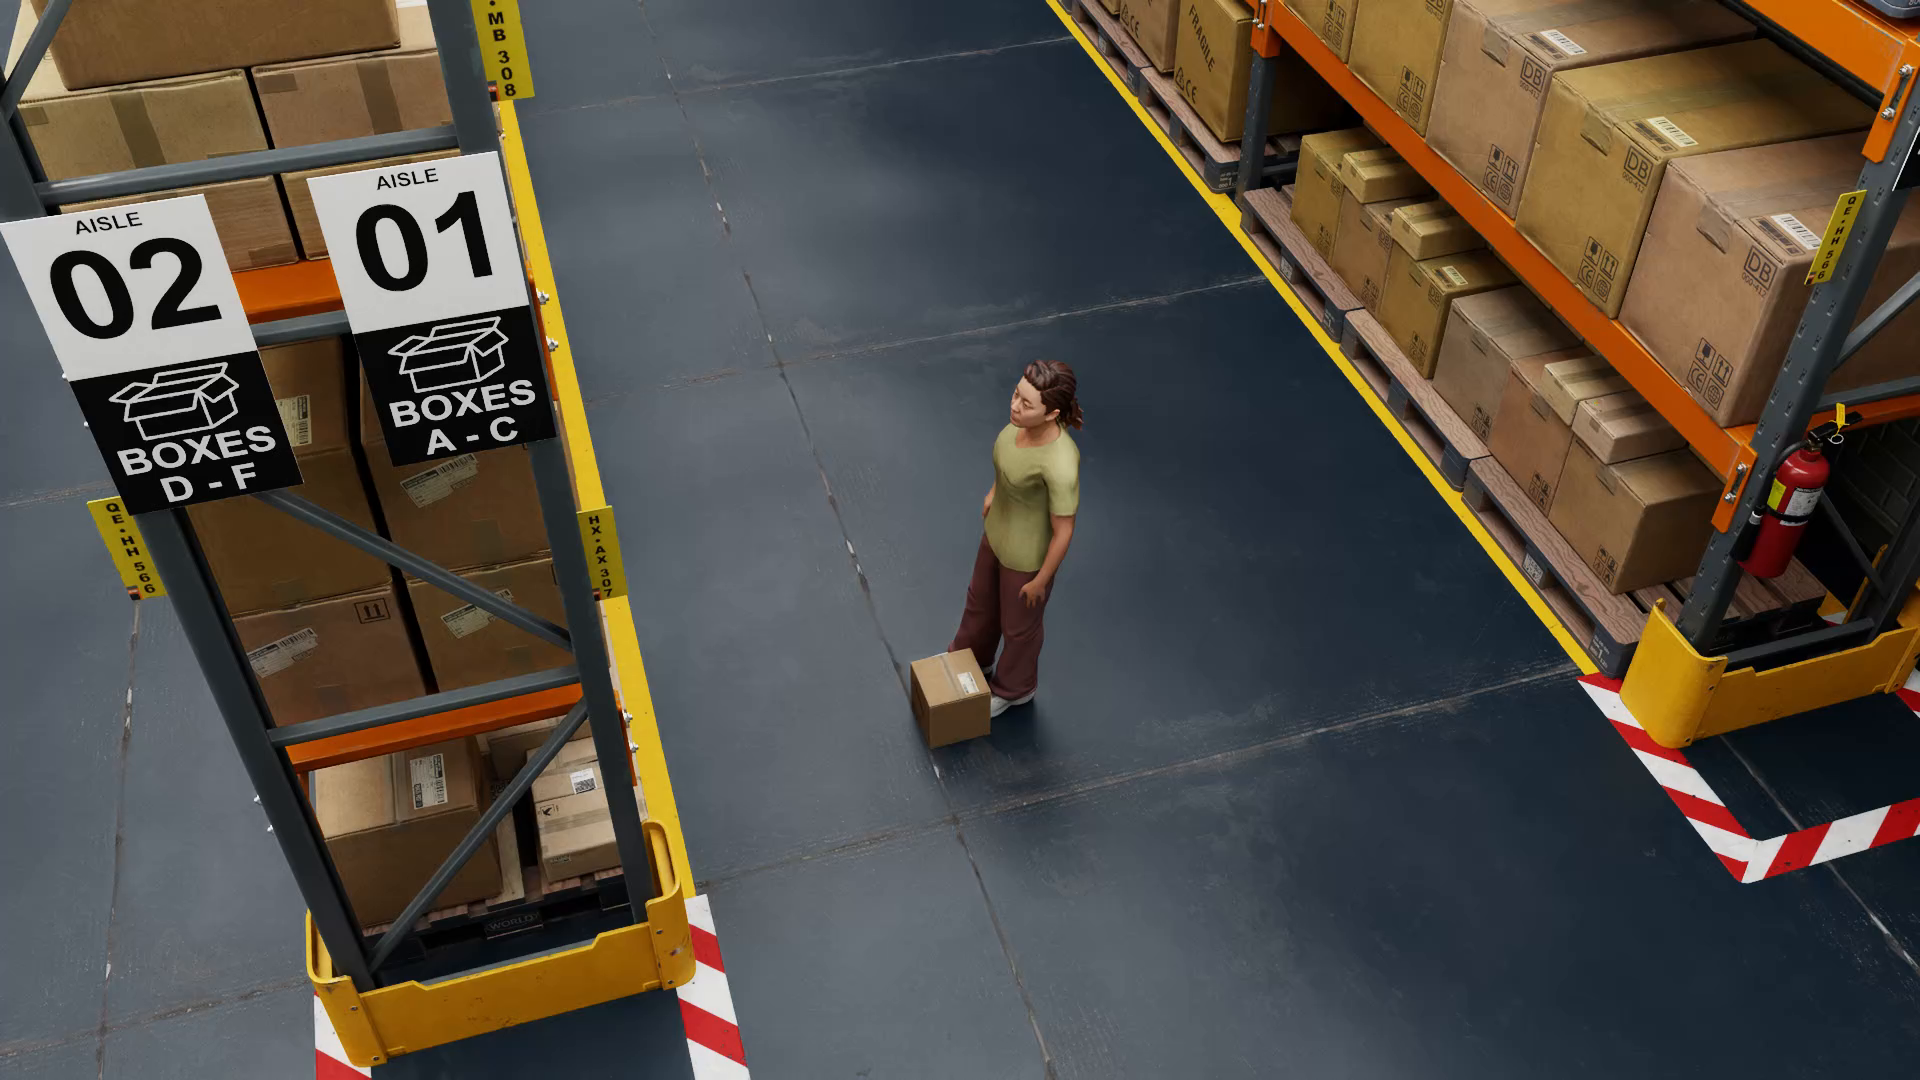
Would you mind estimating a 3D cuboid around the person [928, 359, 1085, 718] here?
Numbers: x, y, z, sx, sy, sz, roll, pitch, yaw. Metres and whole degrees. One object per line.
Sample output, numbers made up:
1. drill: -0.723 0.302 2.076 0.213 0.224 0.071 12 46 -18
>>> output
1. person: 0.160 0.025 6.120 0.549 1.675 0.553 -12 44 -13
